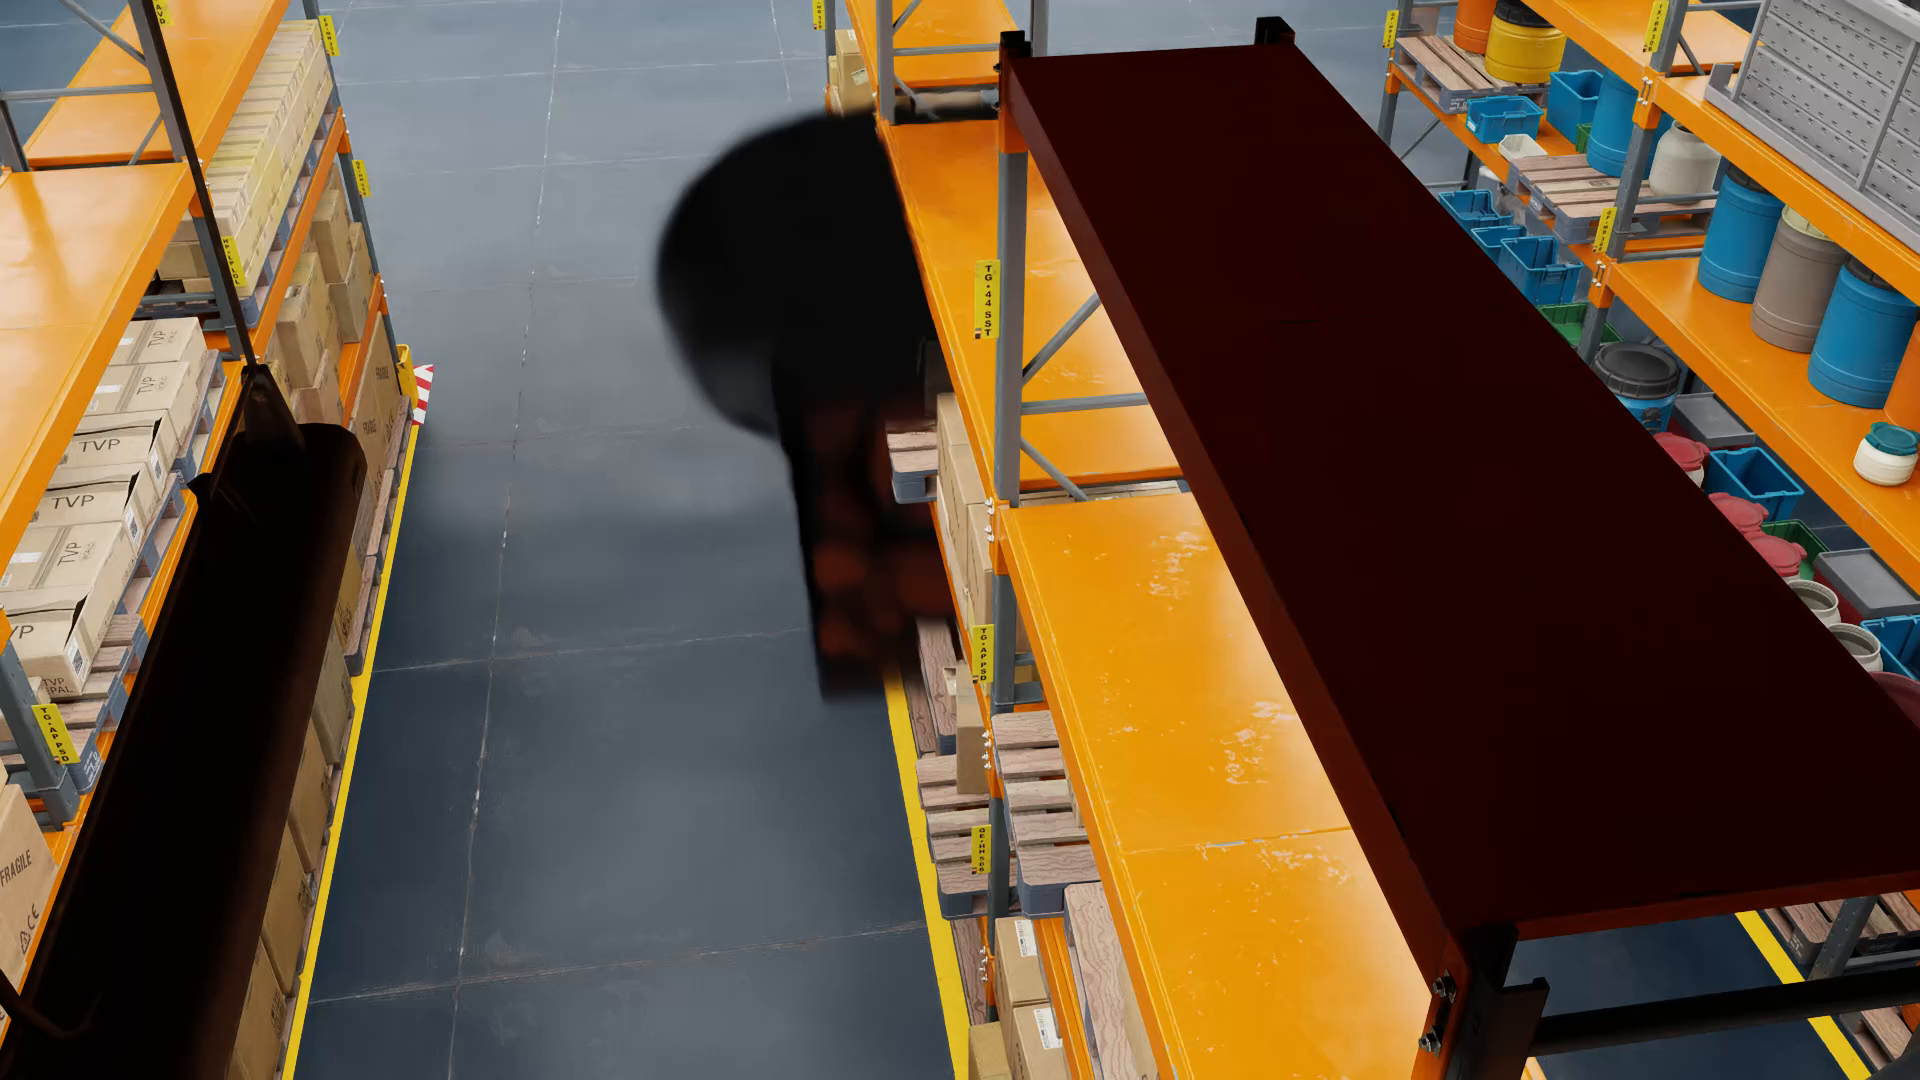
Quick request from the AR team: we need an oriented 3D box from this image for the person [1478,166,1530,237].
[{"bbox_3d":[5.392,-3.367,16.192,0.858,1.700,0.583,26,44,31],"label":"person"}]
